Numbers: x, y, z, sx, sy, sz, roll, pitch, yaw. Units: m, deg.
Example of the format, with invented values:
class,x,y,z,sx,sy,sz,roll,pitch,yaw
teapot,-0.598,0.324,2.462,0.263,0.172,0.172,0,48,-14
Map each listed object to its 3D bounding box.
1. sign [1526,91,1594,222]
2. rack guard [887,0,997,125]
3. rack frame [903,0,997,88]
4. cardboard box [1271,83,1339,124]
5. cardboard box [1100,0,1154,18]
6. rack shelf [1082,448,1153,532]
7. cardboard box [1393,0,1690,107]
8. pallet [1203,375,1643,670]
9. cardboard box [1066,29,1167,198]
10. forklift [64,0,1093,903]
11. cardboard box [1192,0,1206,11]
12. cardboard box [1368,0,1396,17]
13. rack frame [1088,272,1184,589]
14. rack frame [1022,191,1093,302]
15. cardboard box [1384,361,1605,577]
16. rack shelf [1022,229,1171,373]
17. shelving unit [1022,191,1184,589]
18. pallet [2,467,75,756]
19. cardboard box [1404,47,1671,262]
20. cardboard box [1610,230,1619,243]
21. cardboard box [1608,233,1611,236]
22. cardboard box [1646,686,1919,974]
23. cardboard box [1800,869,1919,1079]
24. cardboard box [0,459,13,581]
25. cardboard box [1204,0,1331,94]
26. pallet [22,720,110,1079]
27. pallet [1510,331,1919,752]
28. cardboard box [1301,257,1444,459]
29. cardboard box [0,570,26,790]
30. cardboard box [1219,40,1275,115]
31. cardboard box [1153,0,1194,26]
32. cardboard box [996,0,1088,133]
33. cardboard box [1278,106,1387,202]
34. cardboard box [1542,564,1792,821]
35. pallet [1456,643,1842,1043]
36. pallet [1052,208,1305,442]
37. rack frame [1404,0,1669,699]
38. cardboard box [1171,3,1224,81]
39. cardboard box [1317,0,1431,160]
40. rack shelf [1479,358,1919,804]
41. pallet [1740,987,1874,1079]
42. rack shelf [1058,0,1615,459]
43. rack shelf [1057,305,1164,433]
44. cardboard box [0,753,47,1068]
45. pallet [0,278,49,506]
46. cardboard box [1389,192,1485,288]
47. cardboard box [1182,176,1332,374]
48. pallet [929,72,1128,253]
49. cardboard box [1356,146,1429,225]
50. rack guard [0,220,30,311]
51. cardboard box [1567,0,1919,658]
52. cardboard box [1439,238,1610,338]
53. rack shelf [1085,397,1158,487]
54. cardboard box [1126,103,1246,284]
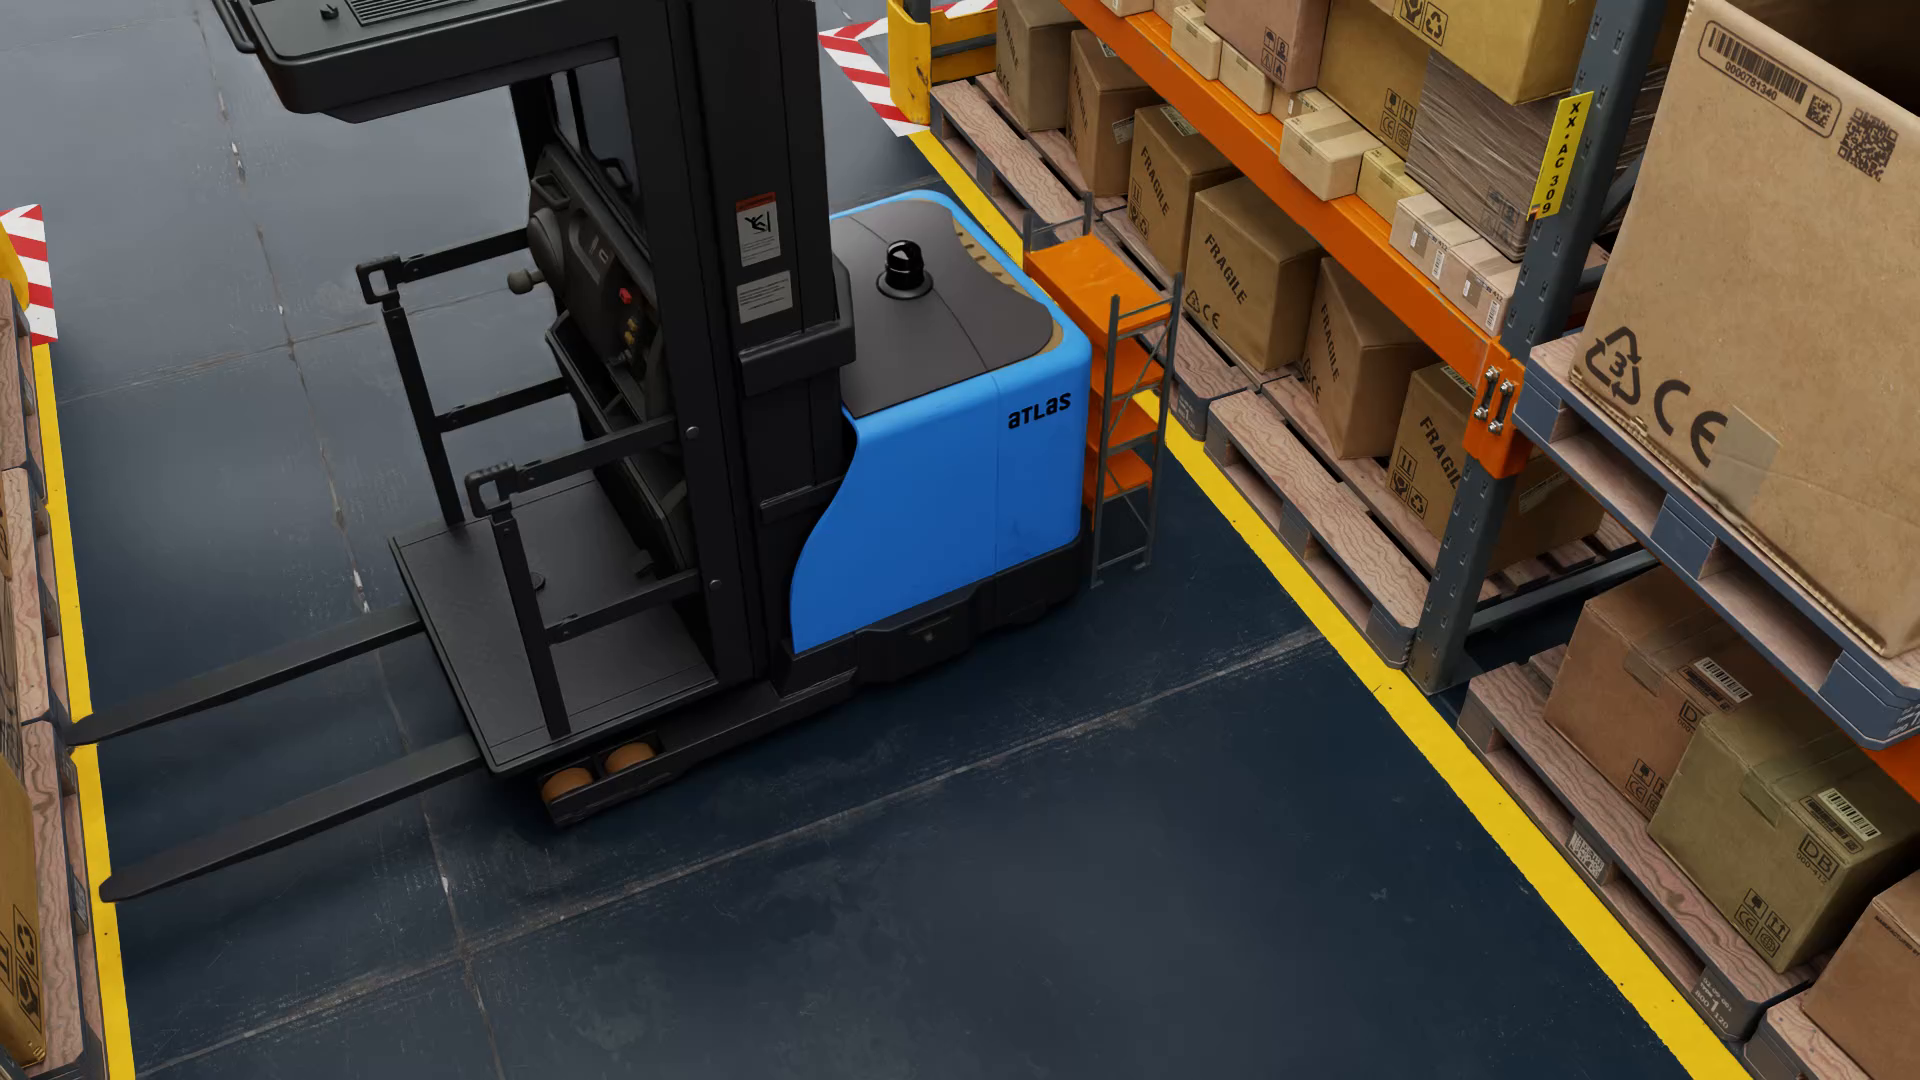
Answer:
class,x,y,z,sx,sy,sz,roll,pitch,yaw
sign,1.411,-0.898,3.908,0.100,0.325,0.005,-18,47,-17
rack guard,0.250,-2.366,7.792,1.175,0.500,0.348,-18,47,-17
rack frame,0.218,-3.304,6.963,1.000,3.000,0.127,-18,47,-17
cardboard box,1.204,-1.380,5.191,0.380,0.149,0.250,-18,47,-17
cardboard box,0.664,-1.978,5.798,0.380,0.149,0.250,-18,47,-17
rack shelf,0.421,-0.267,5.545,0.258,0.148,0.480,-21,48,-20
cardboard box,1.461,-1.458,4.097,0.500,0.500,0.500,-18,47,-17
pallet,1.586,-0.180,5.782,1.003,0.211,1.213,-18,47,-17
cardboard box,0.748,-1.790,6.909,0.500,0.500,0.500,-7,45,-7
forklift,-1.138,-0.638,4.310,3.031,2.935,1.130,-21,49,-20
cardboard box,1.114,-2.150,5.511,0.875,0.500,0.500,-18,47,-17
cardboard box,1.250,-1.776,4.420,0.500,0.500,0.500,-18,47,-17
rack frame,0.540,-0.307,5.207,0.240,1.200,0.015,-21,48,-20
rack frame,0.302,-0.606,5.510,0.240,1.200,0.015,-21,48,-20
cardboard box,1.768,-0.281,5.380,0.500,0.500,0.500,-19,48,-19
rack shelf,0.421,-0.736,5.082,0.258,0.148,0.480,-21,48,-20
shelving unit,0.421,-0.457,5.358,0.258,1.200,0.503,-21,48,-20
pallet,-3.408,0.352,5.243,1.003,0.211,1.213,-18,47,-17
cardboard box,1.767,-1.202,4.549,0.875,0.500,0.500,-18,47,-17
cardboard box,2.083,-0.891,4.697,0.380,0.149,0.250,-18,47,-17
cardboard box,1.989,-1.055,4.862,0.380,0.149,0.250,-18,47,-17
cardboard box,2.322,0.685,4.386,0.700,0.500,0.500,-18,47,-18
cardboard box,2.558,1.042,4.025,0.700,0.500,0.500,-22,49,-21
cardboard box,-3.608,-0.324,5.157,0.875,0.875,0.875,-19,48,-18
cardboard box,1.287,-1.819,5.175,0.875,0.500,0.500,-18,47,-17
pallet,-2.891,1.130,4.454,1.003,0.211,1.213,-18,47,-17
pallet,2.089,-0.157,3.910,1.003,0.211,1.213,-18,47,-17
cardboard box,1.520,-0.644,5.748,0.500,0.500,0.500,-5,45,-5
cardboard box,-3.226,0.257,4.567,0.875,0.875,0.875,-18,47,-17
cardboard box,1.062,-1.527,5.341,0.380,0.149,0.250,-18,47,-17
cardboard box,0.890,-1.858,5.676,0.380,0.149,0.250,-18,47,-17
cardboard box,0.466,-2.161,7.285,0.500,0.500,0.500,-10,45,-10
cardboard box,1.190,-1.181,4.991,0.380,0.149,0.250,-18,47,-17
cardboard box,2.139,0.376,4.700,0.700,0.500,0.500,-22,49,-20
pallet,2.229,0.733,4.857,1.003,0.211,1.213,-18,47,-17
pallet,1.069,-0.959,6.571,1.003,0.211,1.213,-18,47,-17
rack frame,1.900,-0.755,4.380,1.000,3.000,0.127,-18,47,-17
cardboard box,0.926,-1.676,5.492,0.380,0.149,0.250,-18,47,-17
cardboard box,1.589,-1.531,4.883,0.875,0.500,0.500,-18,47,-17
rack shelf,2.741,0.776,3.341,1.077,0.370,4.000,-18,47,-17
pallet,2.746,1.512,4.068,1.003,0.211,1.213,-18,47,-17
rack shelf,1.059,-1.774,5.924,1.077,0.370,4.000,-18,47,-17
rack shelf,0.421,-0.568,5.248,0.258,0.148,0.480,-21,48,-20
cardboard box,-2.844,0.831,3.986,0.875,0.875,0.875,-17,47,-17
pallet,-3.917,-0.425,6.030,1.003,0.211,1.213,-18,47,-17
cardboard box,1.446,-0.878,4.683,0.380,0.149,0.250,-18,47,-17
cardboard box,1.188,-1.017,6.125,0.500,0.500,0.500,-22,49,-21
pallet,0.560,-1.735,7.358,1.003,0.211,1.213,-18,47,-17
cardboard box,1.396,-1.055,4.862,0.380,0.149,0.250,-18,47,-17
rack guard,-4.335,-1.029,6.437,1.175,0.500,0.348,-18,47,-17
cardboard box,2.107,-0.570,3.466,1.000,1.000,1.000,-18,47,-17
cardboard box,1.543,-0.716,4.519,0.380,0.149,0.250,-18,47,-17
rack shelf,0.421,-0.409,5.406,0.258,0.148,0.480,-21,48,-20
cardboard box,0.994,-1.386,6.499,0.500,0.500,0.500,-14,46,-14
